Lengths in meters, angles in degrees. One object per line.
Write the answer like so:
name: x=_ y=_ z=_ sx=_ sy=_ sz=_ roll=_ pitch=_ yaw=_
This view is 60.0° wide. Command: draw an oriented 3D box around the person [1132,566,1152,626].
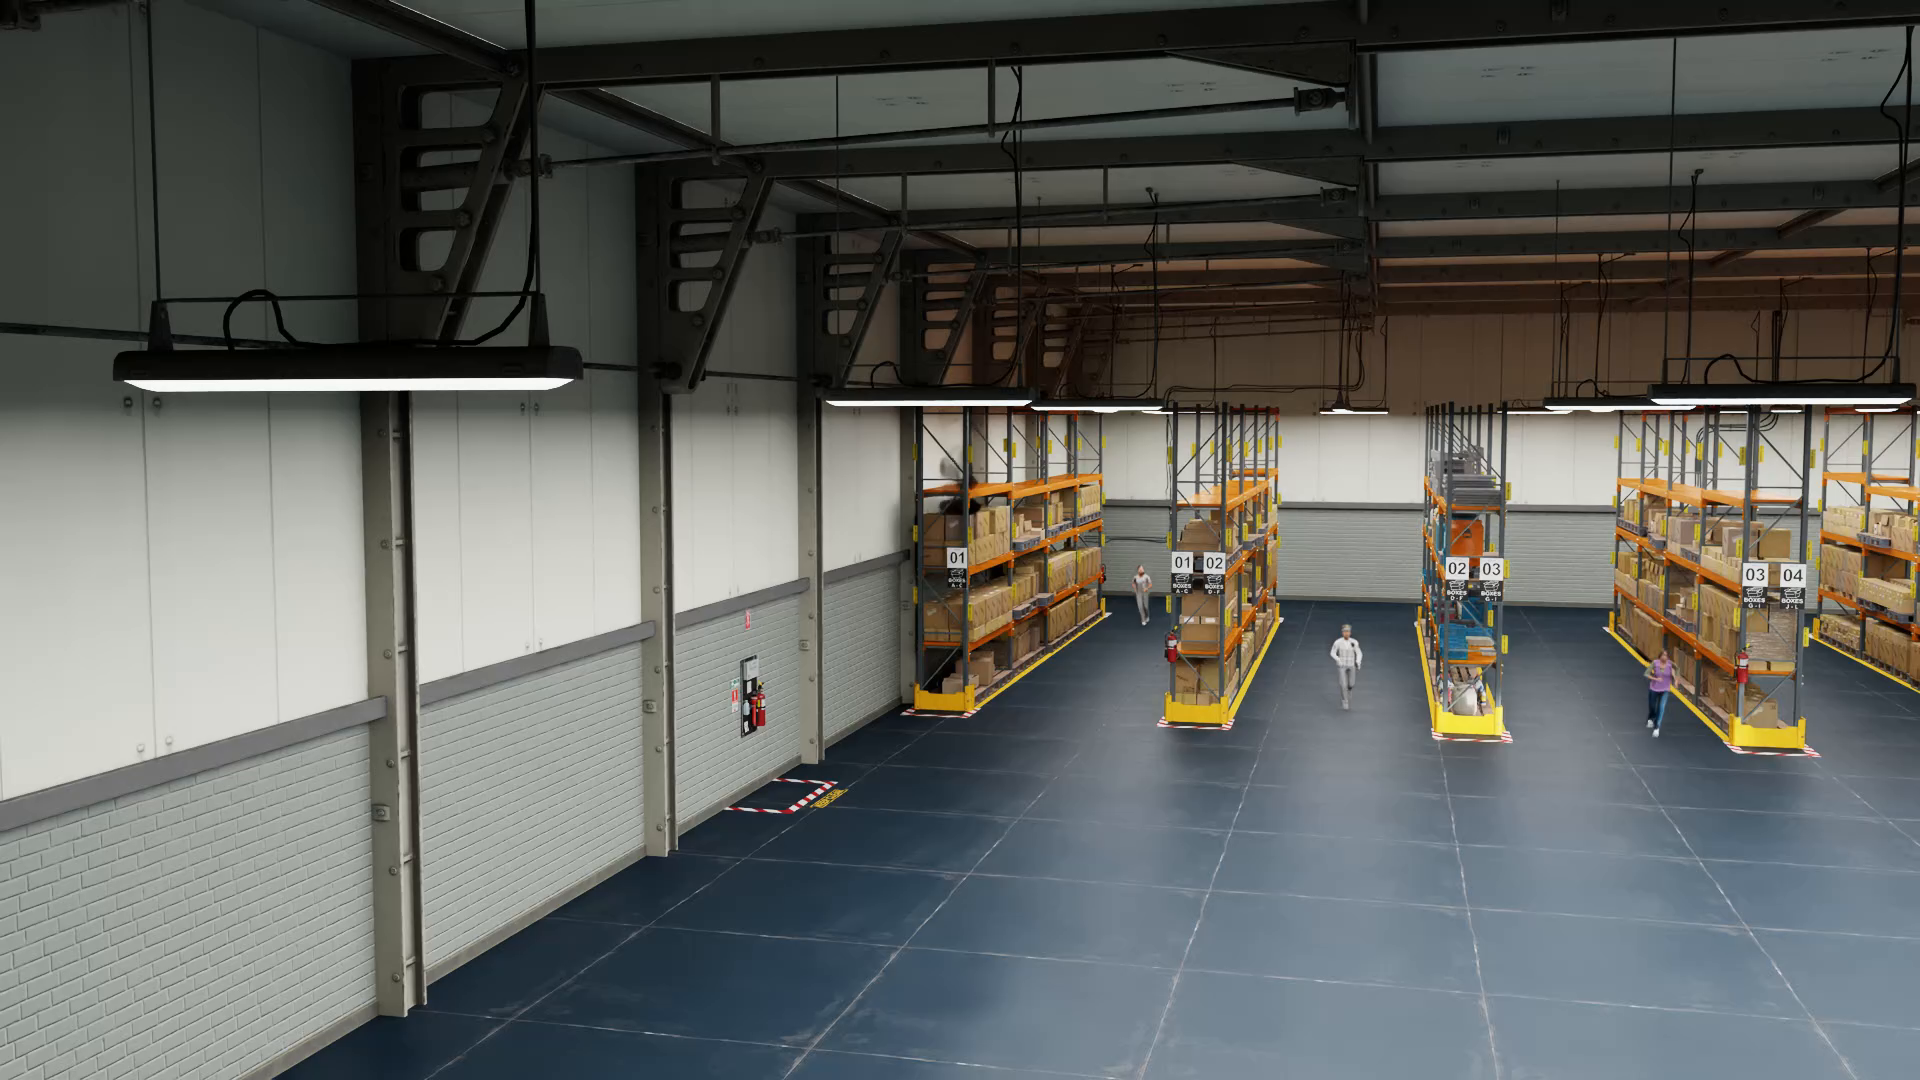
person: x=5.020 y=1.521 z=45.941 sx=0.564 sy=1.638 sz=0.710 roll=1 pitch=4 yaw=10

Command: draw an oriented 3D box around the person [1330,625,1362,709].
person: x=7.615 y=2.486 z=32.791 sx=0.616 sy=1.660 sz=0.554 roll=1 pitch=4 yaw=7

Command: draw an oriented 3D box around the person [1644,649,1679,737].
person: x=12.678 y=2.732 z=30.073 sx=0.602 sy=1.577 sz=0.829 roll=2 pitch=4 yaw=20
